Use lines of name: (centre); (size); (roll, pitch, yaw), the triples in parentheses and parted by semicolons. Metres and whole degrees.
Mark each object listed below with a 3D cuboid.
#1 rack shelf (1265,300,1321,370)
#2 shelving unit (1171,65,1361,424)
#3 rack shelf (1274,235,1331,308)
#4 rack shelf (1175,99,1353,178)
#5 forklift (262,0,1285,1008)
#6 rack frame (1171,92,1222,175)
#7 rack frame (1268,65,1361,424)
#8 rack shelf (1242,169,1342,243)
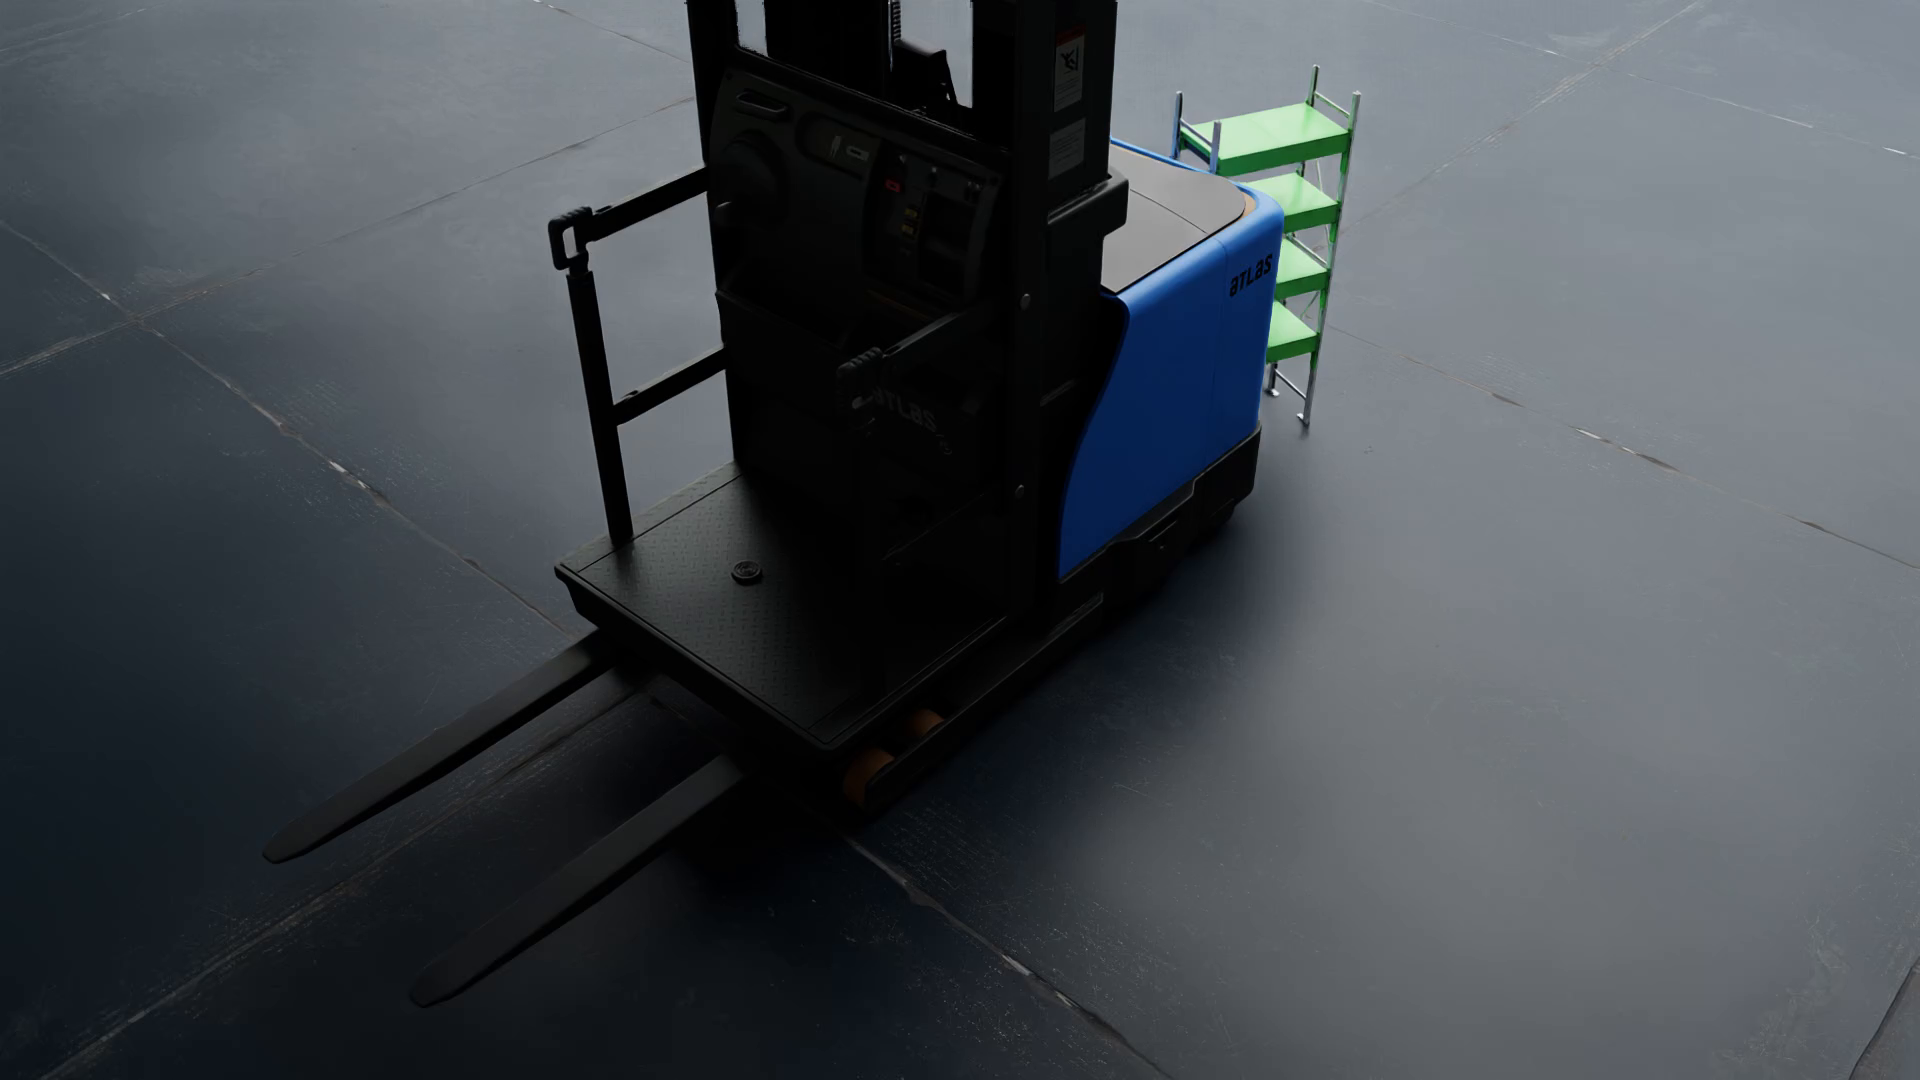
rack shelf: (0.931, -0.642, 5.581); (0.480, 0.148, 0.258); (-16, 41, -19)
shelving unit: (0.931, -0.880, 5.392); (0.503, 1.200, 0.258); (-16, 41, -19)
rack shelf: (0.931, -0.830, 5.432); (0.480, 0.148, 0.258); (-16, 41, -19)
rack shelf: (0.931, -1.205, 5.133); (0.480, 0.148, 0.258); (-16, 41, -19)
forklift: (-0.410, -0.797, 3.897); (1.130, 2.935, 3.031); (29, 47, 31)
rack frame: (0.709, -0.817, 5.313); (0.015, 1.200, 0.240); (-16, 41, -19)
rack frame: (1.153, -0.943, 5.471); (0.015, 1.200, 0.240); (-16, 41, -19)
rack shelf: (0.931, -1.017, 5.283); (0.480, 0.148, 0.258); (-16, 41, -19)
